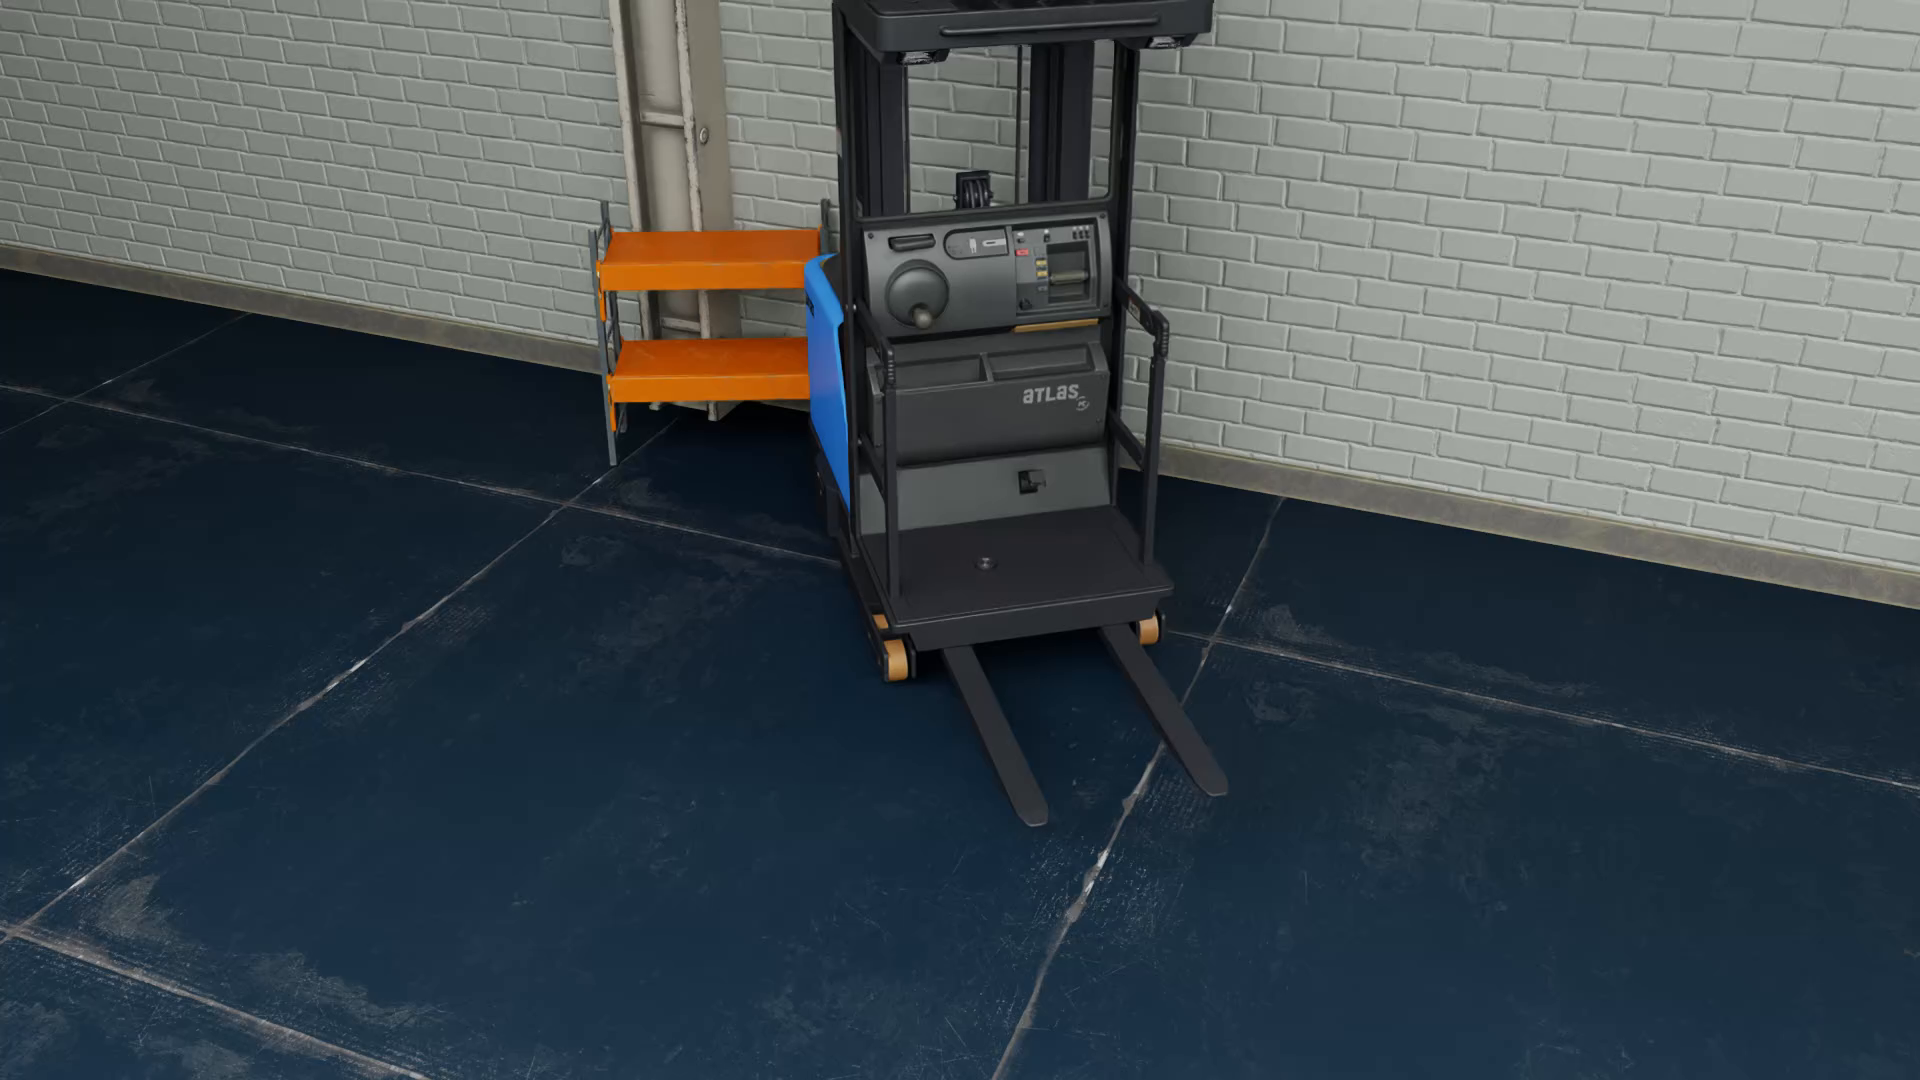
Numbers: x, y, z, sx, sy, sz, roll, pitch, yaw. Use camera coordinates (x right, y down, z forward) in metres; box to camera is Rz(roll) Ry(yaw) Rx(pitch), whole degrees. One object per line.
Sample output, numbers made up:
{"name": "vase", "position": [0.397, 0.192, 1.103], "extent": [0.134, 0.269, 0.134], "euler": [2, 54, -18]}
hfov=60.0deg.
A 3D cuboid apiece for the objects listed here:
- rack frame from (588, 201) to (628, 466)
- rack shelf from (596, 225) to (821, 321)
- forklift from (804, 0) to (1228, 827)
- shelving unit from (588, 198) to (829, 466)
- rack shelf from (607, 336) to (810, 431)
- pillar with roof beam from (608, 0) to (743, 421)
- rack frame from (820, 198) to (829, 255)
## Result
{"name": "rack frame", "position": [-1.639, -0.962, 7.764], "extent": [0.032, 1.125, 0.500], "euler": [-1, 27, -4]}
{"name": "rack shelf", "position": [-1.129, -1.236, 7.664], "extent": [1.000, 0.278, 0.538], "euler": [-1, 27, -4]}
{"name": "forklift", "position": [0.165, -0.947, 5.947], "extent": [1.130, 2.935, 3.031], "euler": [-7, 30, -12]}
{"name": "shelving unit", "position": [-1.132, -0.975, 7.798], "extent": [1.048, 1.125, 0.538], "euler": [-1, 27, -4]}
{"name": "rack shelf", "position": [-1.134, -0.758, 7.909], "extent": [1.000, 0.278, 0.538], "euler": [-1, 27, -4]}
{"name": "pillar with roof beam", "position": [-2.956, -2.654, 2.800], "extent": [0.400, 9.000, 9.100], "euler": [11, 31, 19]}
{"name": "rack frame", "position": [-0.625, -0.988, 7.832], "extent": [0.032, 1.125, 0.500], "euler": [-1, 27, -4]}
